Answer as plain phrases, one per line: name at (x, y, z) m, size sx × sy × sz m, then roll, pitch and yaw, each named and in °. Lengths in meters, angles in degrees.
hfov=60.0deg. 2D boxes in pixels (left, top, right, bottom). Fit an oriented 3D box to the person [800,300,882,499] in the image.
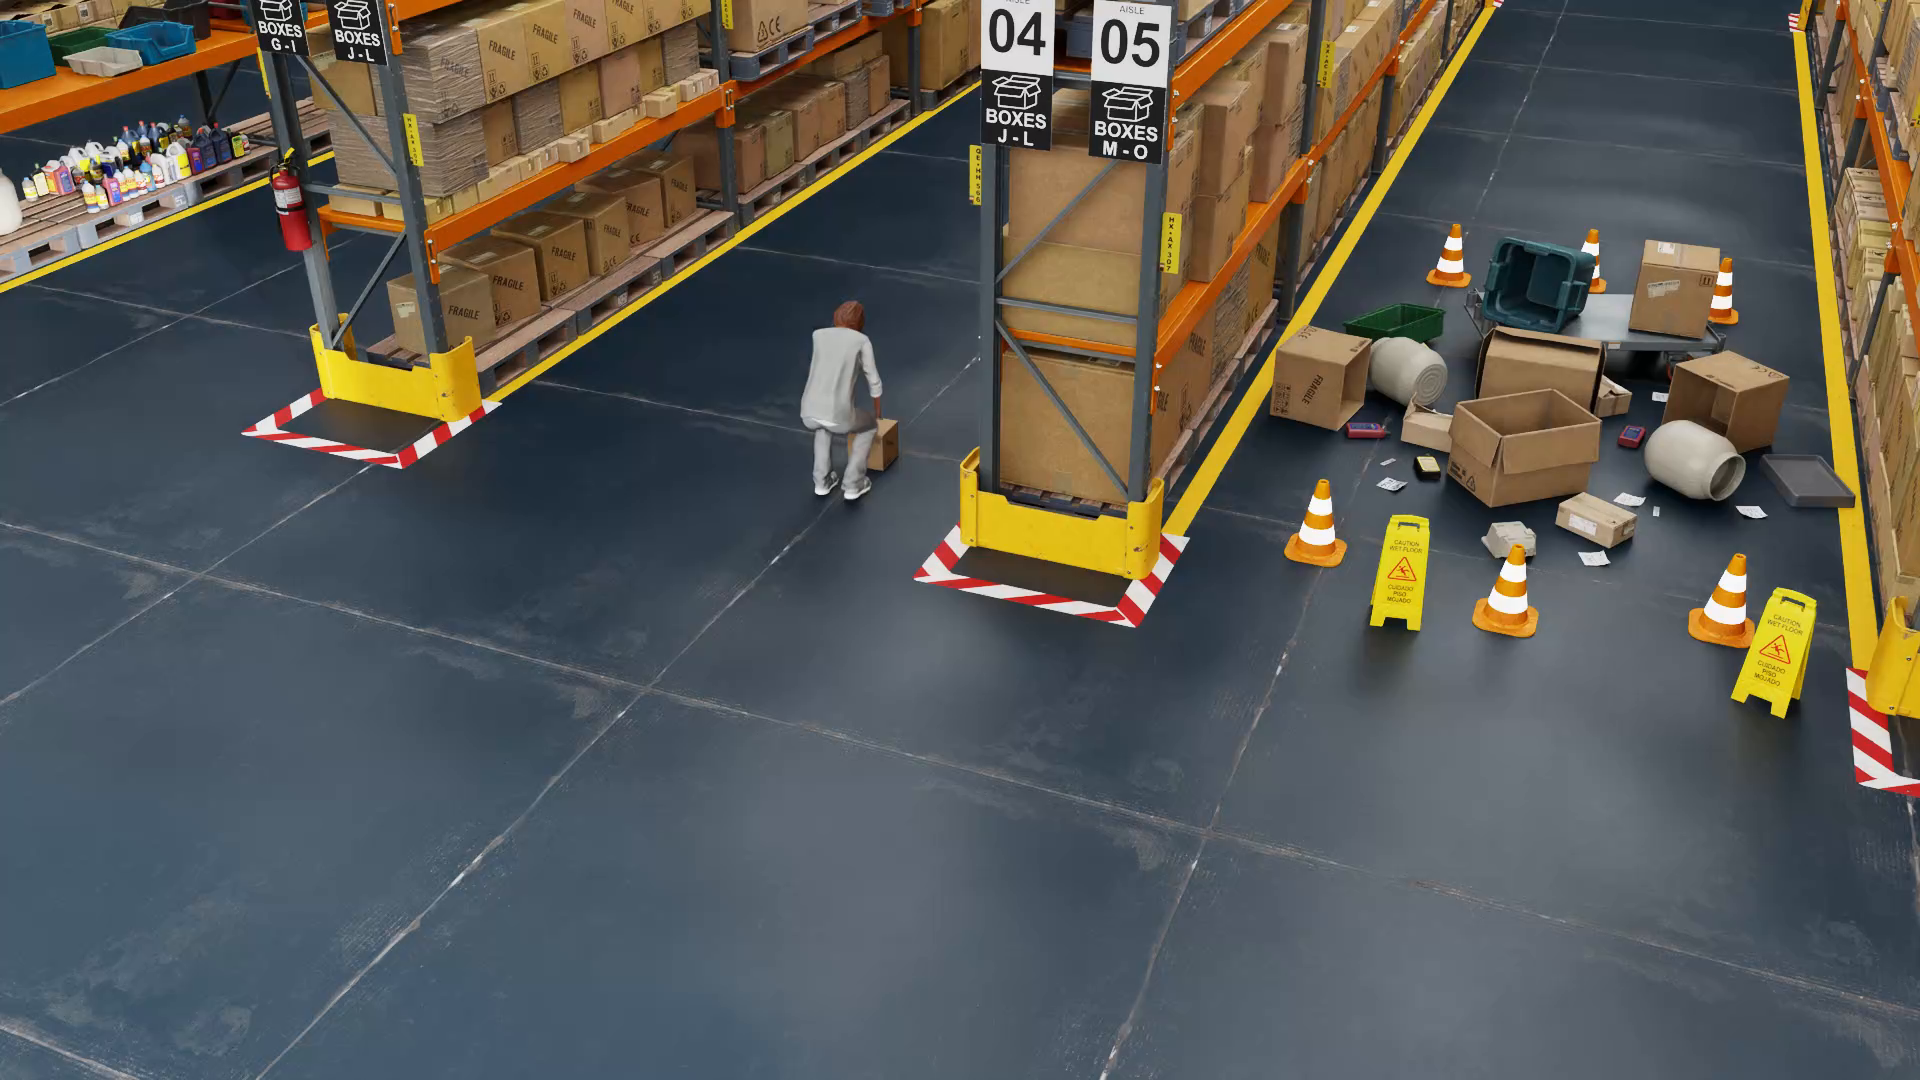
person at (-0.757, -0.843, 10.296) m, size 0.461 × 1.158 × 0.725 m, roll 12°, pitch 32°, yaw 19°
